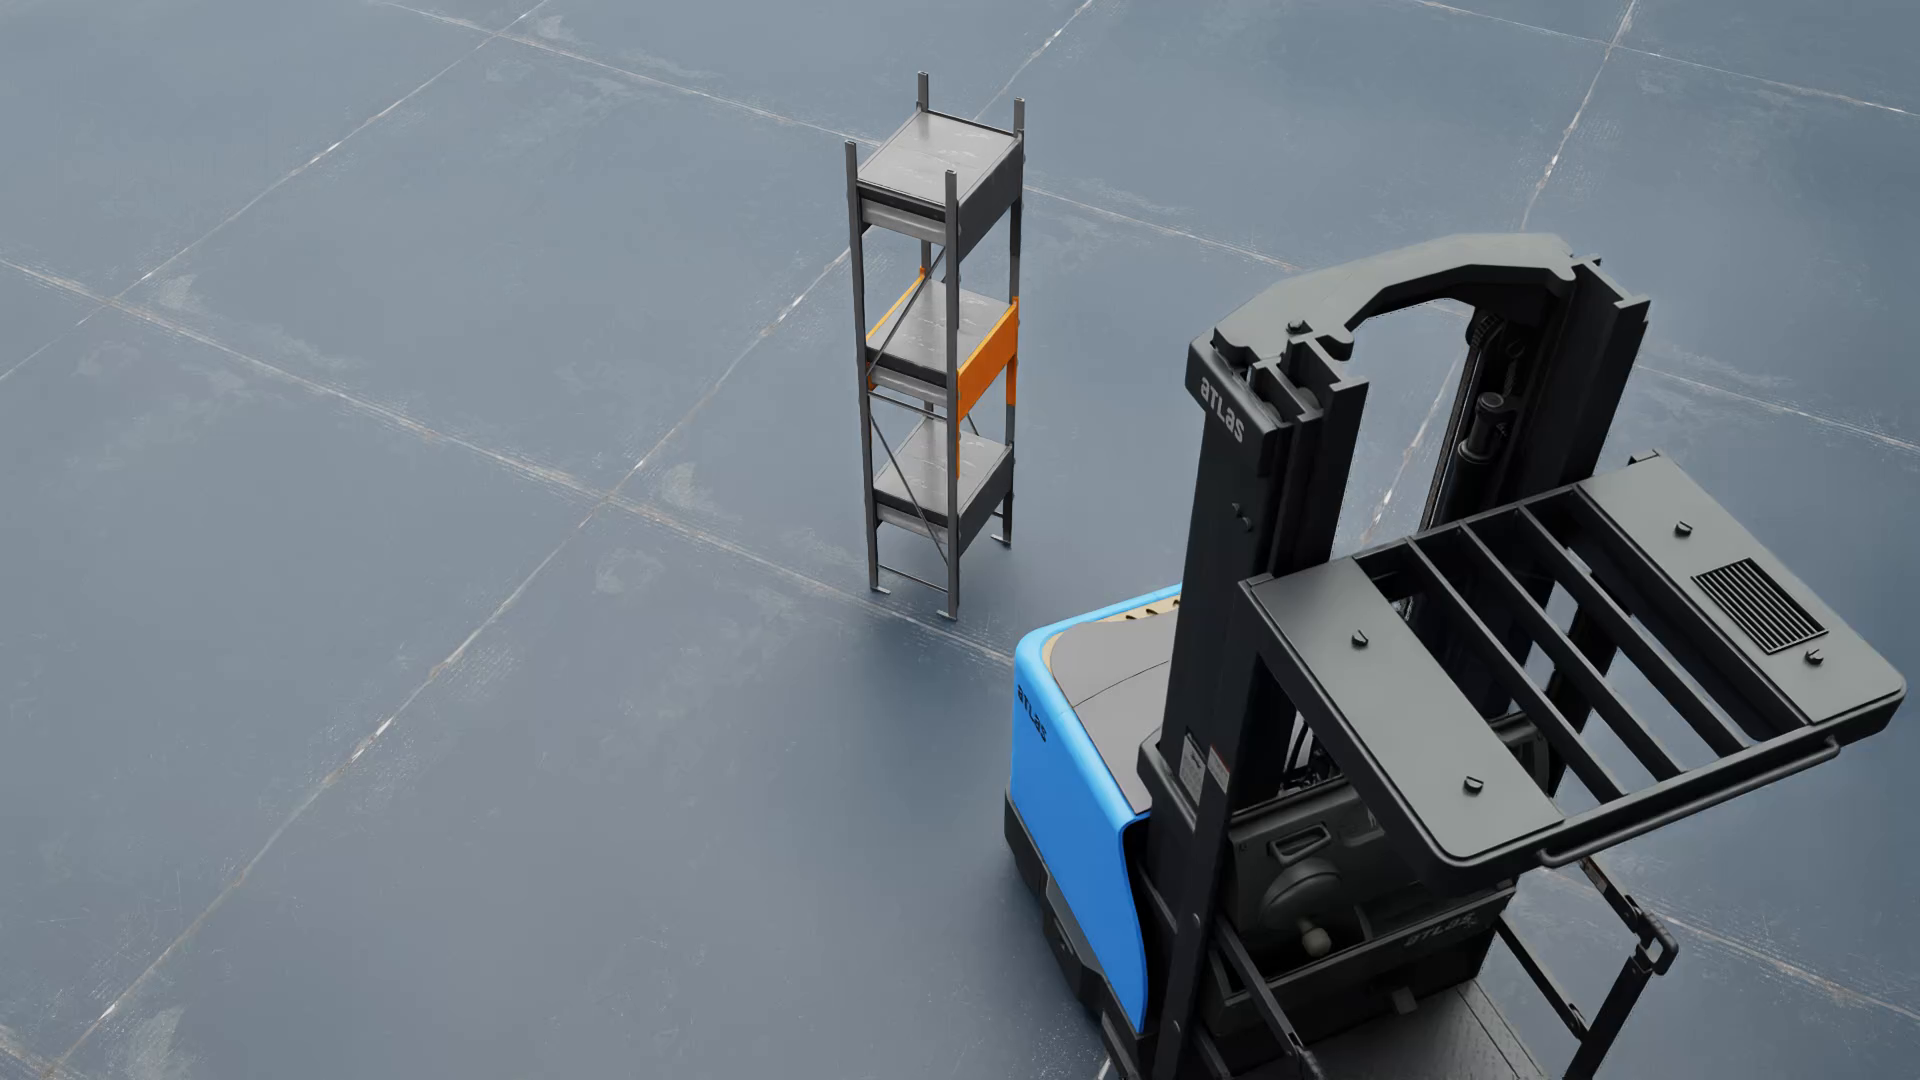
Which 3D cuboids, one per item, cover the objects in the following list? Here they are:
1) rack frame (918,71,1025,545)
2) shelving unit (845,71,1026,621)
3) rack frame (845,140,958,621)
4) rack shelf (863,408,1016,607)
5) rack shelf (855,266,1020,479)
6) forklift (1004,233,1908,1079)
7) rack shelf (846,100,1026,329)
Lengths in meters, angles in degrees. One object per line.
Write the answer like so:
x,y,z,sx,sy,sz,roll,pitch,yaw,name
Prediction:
0.036,-0.788,6.332,0.400,2.100,0.015,20,49,19,rack frame
-0.077,-0.634,6.180,0.431,2.100,0.503,20,49,19,shelving unit
-0.190,-0.480,6.028,0.400,2.100,0.015,20,49,19,rack frame
-0.077,-0.132,6.688,0.431,0.518,0.480,20,49,19,rack shelf
-0.077,-0.624,6.190,0.431,0.518,0.480,20,49,19,rack shelf
1.192,0.861,4.119,1.130,2.935,3.031,-17,48,-16,forklift
-0.077,-1.116,5.692,0.431,0.518,0.480,20,49,19,rack shelf
